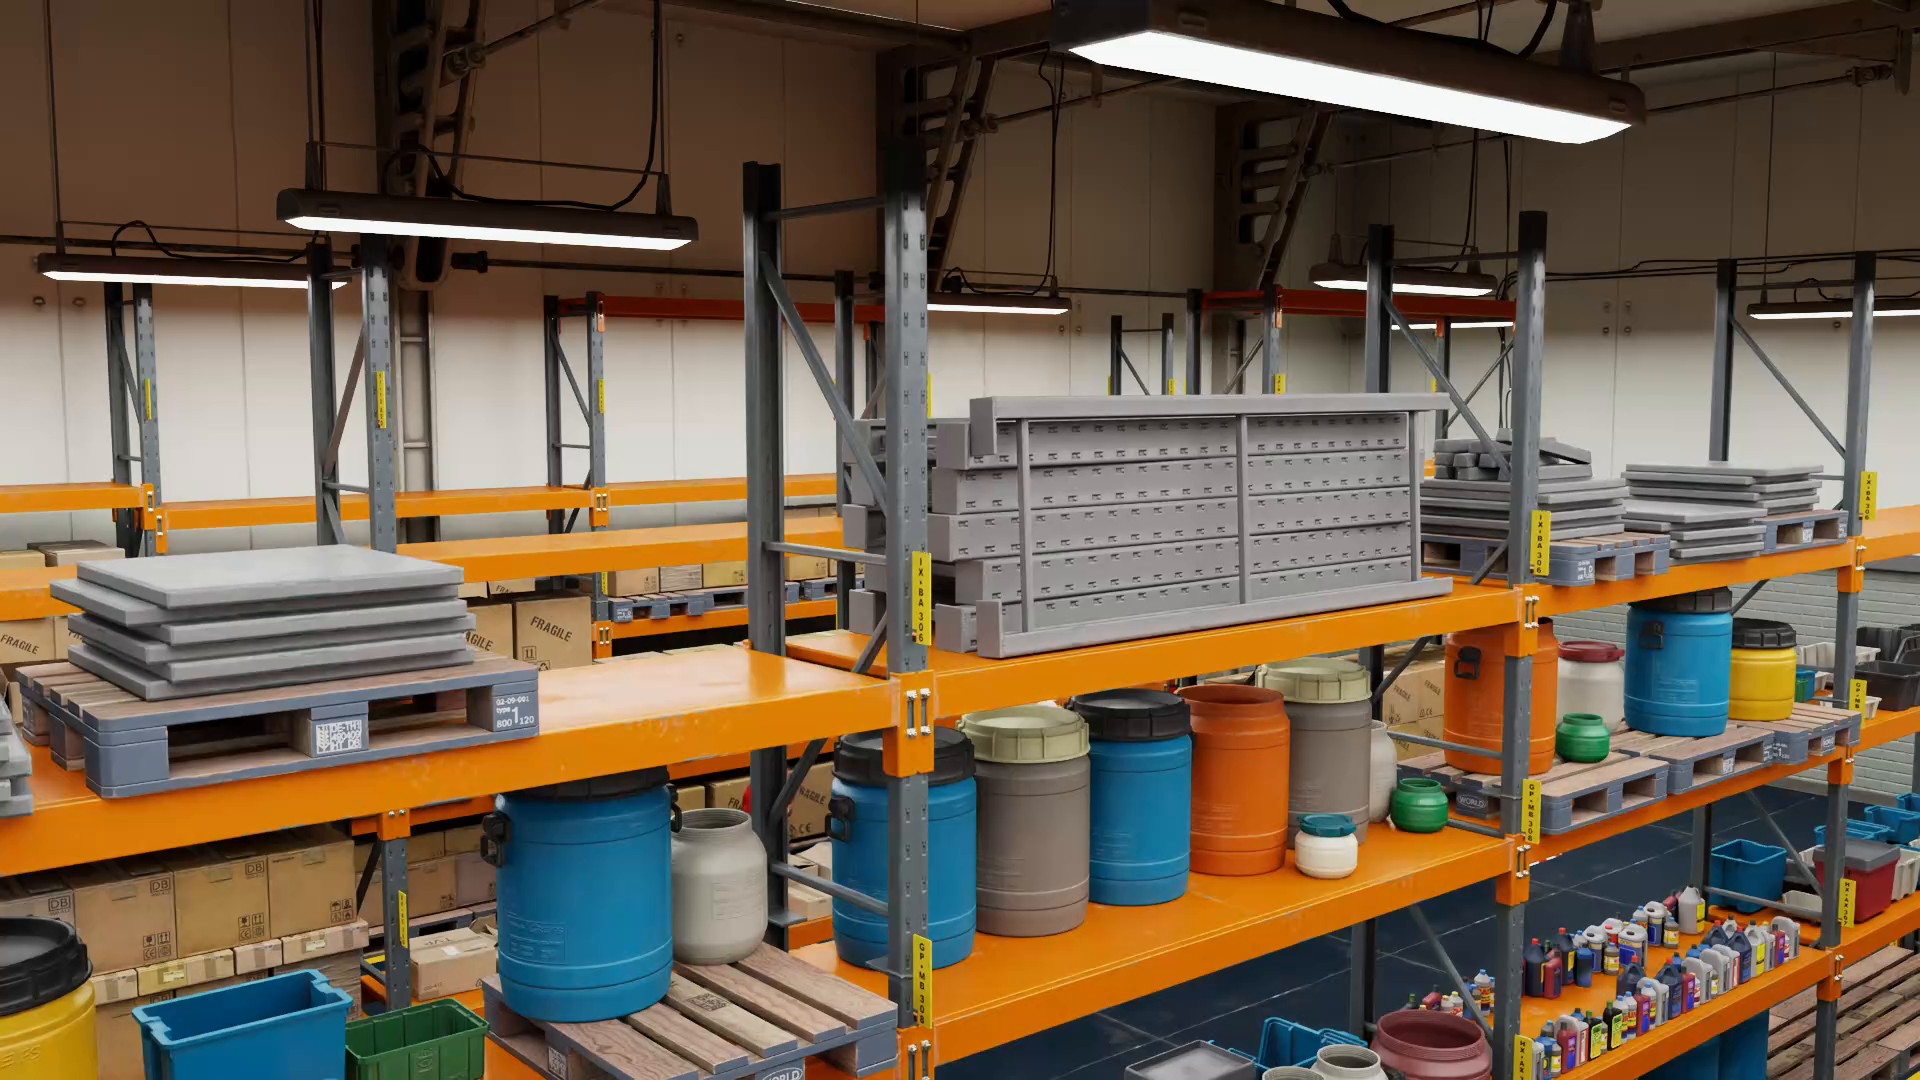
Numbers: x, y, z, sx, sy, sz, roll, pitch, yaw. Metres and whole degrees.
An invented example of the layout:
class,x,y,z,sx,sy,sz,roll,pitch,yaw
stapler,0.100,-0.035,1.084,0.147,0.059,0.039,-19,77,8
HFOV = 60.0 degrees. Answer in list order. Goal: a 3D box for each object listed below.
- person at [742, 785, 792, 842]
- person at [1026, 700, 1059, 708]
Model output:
class,x,y,z,sx,sy,sz,roll,pitch,yaw
person,-1.771,2.797,15.486,0.912,1.724,0.653,-5,7,-40
person,0.761,2.340,17.622,0.674,1.887,0.786,4,7,37
